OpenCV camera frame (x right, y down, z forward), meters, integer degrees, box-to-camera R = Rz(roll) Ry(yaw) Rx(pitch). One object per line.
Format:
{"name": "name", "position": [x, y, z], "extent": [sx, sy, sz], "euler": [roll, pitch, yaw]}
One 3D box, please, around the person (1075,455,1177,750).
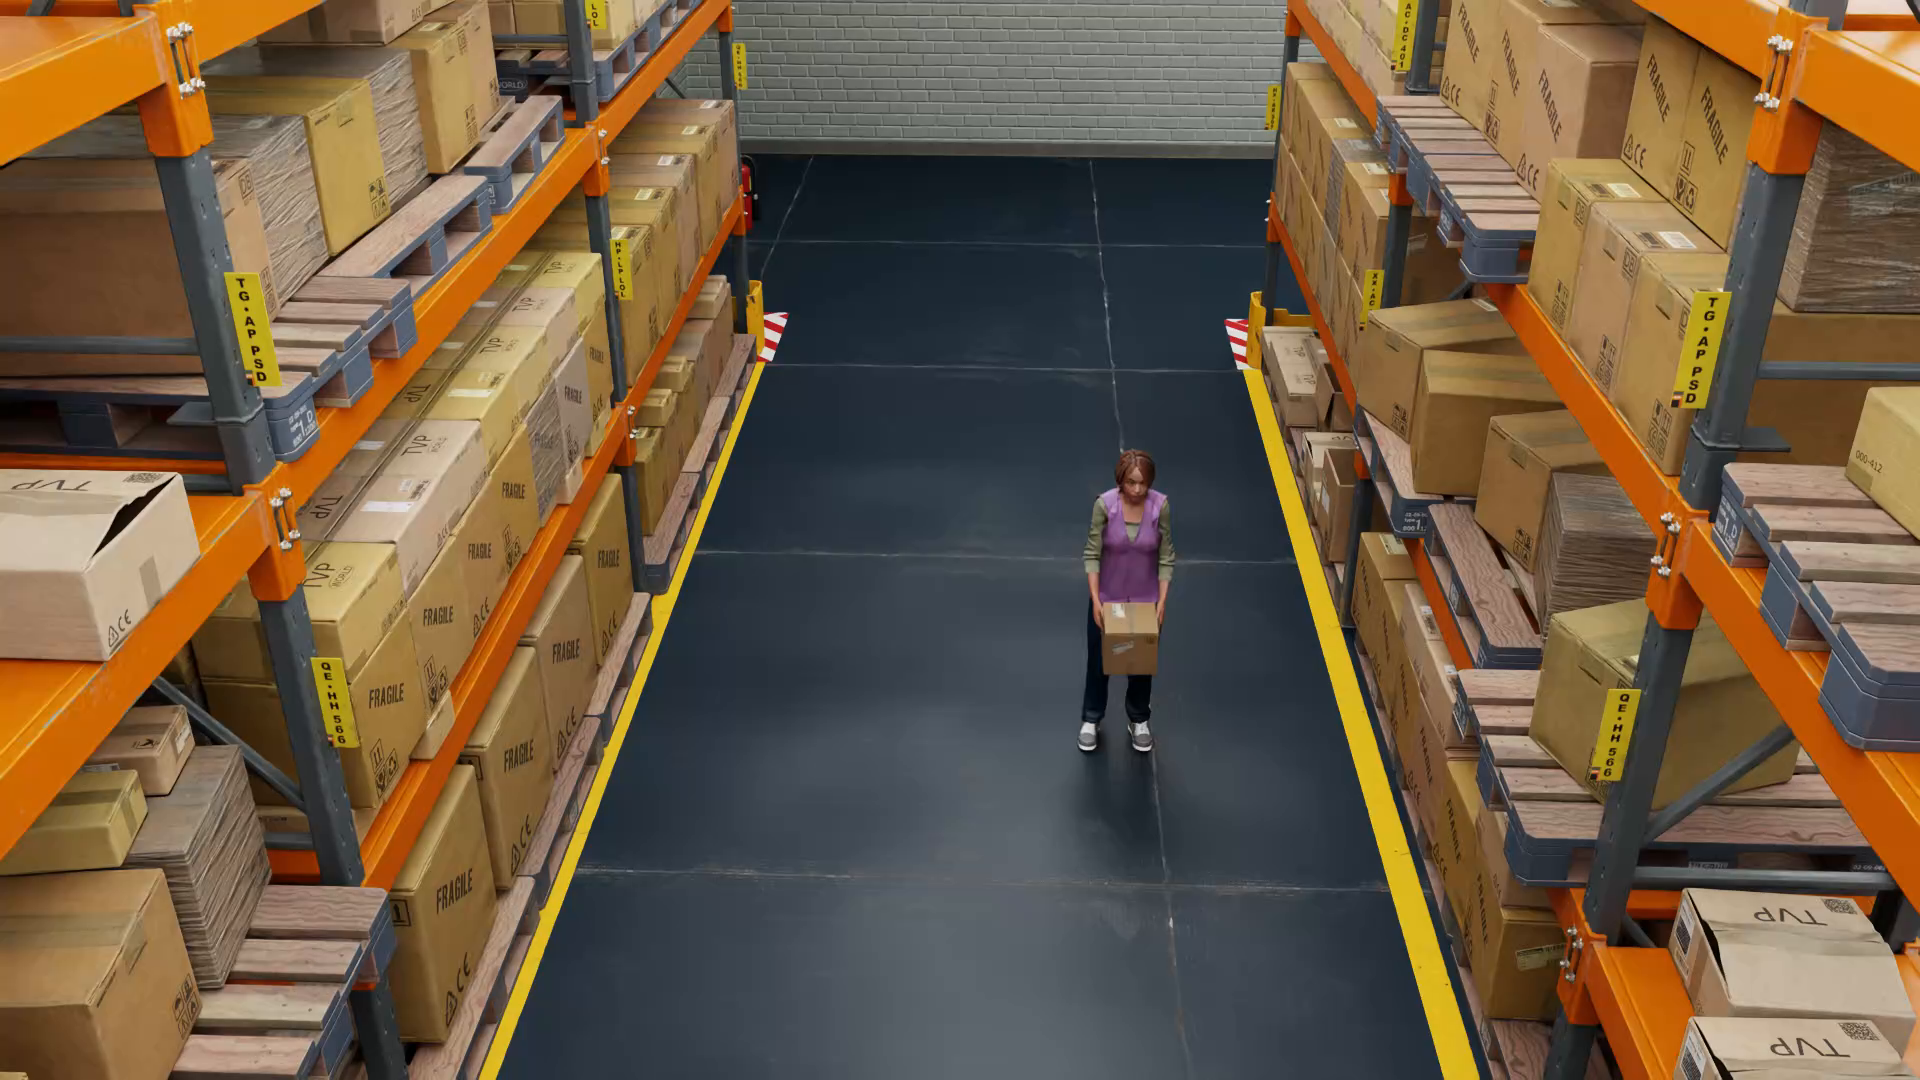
{"name": "person", "position": [0.813, 0.300, 8.089], "extent": [0.460, 1.582, 0.343], "euler": [1, 28, 2]}
